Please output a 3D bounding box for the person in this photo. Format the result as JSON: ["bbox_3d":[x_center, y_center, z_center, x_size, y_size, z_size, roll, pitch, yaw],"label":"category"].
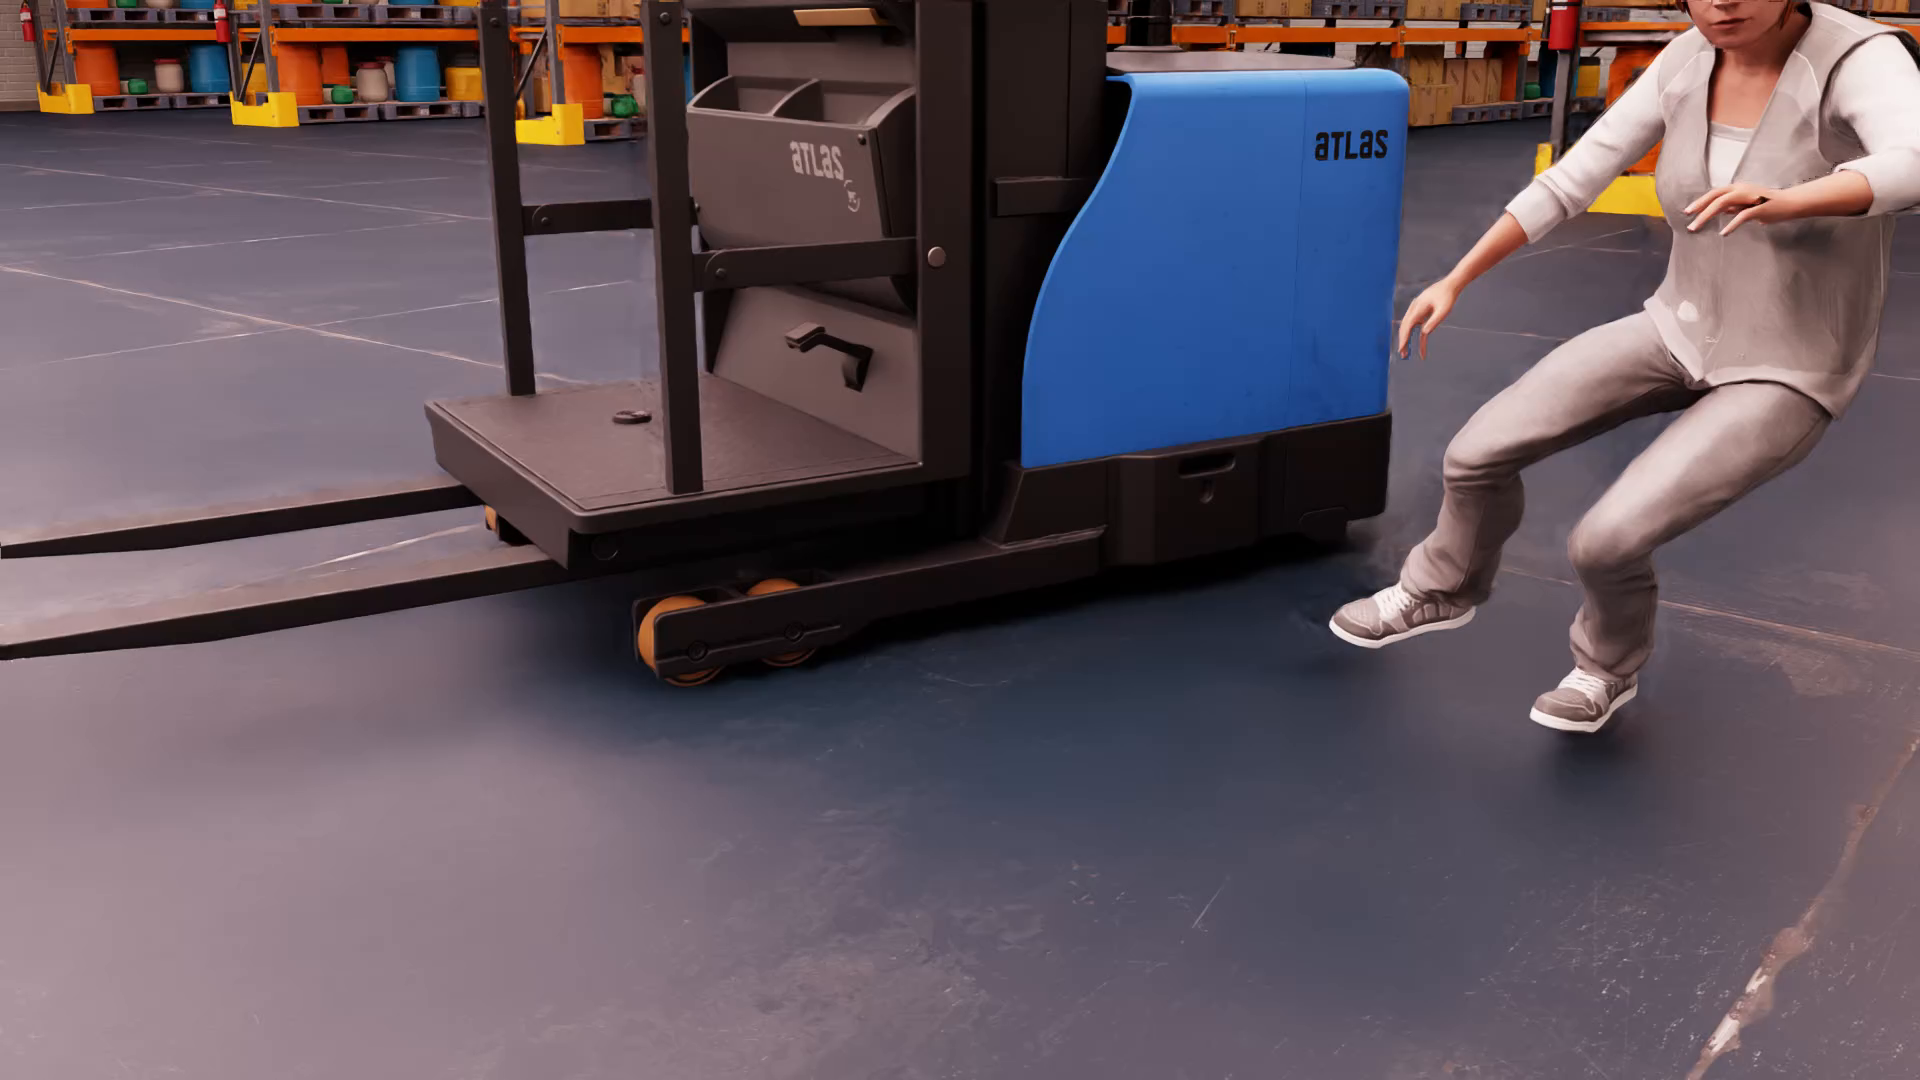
[{"bbox_3d":[0.954,-0.286,2.507,0.843,1.333,1.005,-13,21,-36],"label":"person"}]

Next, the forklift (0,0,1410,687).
[{"bbox_3d":[-0.521,-1.307,3.202,3.031,2.935,1.130,-10,19,-29],"label":"forklift"}]
